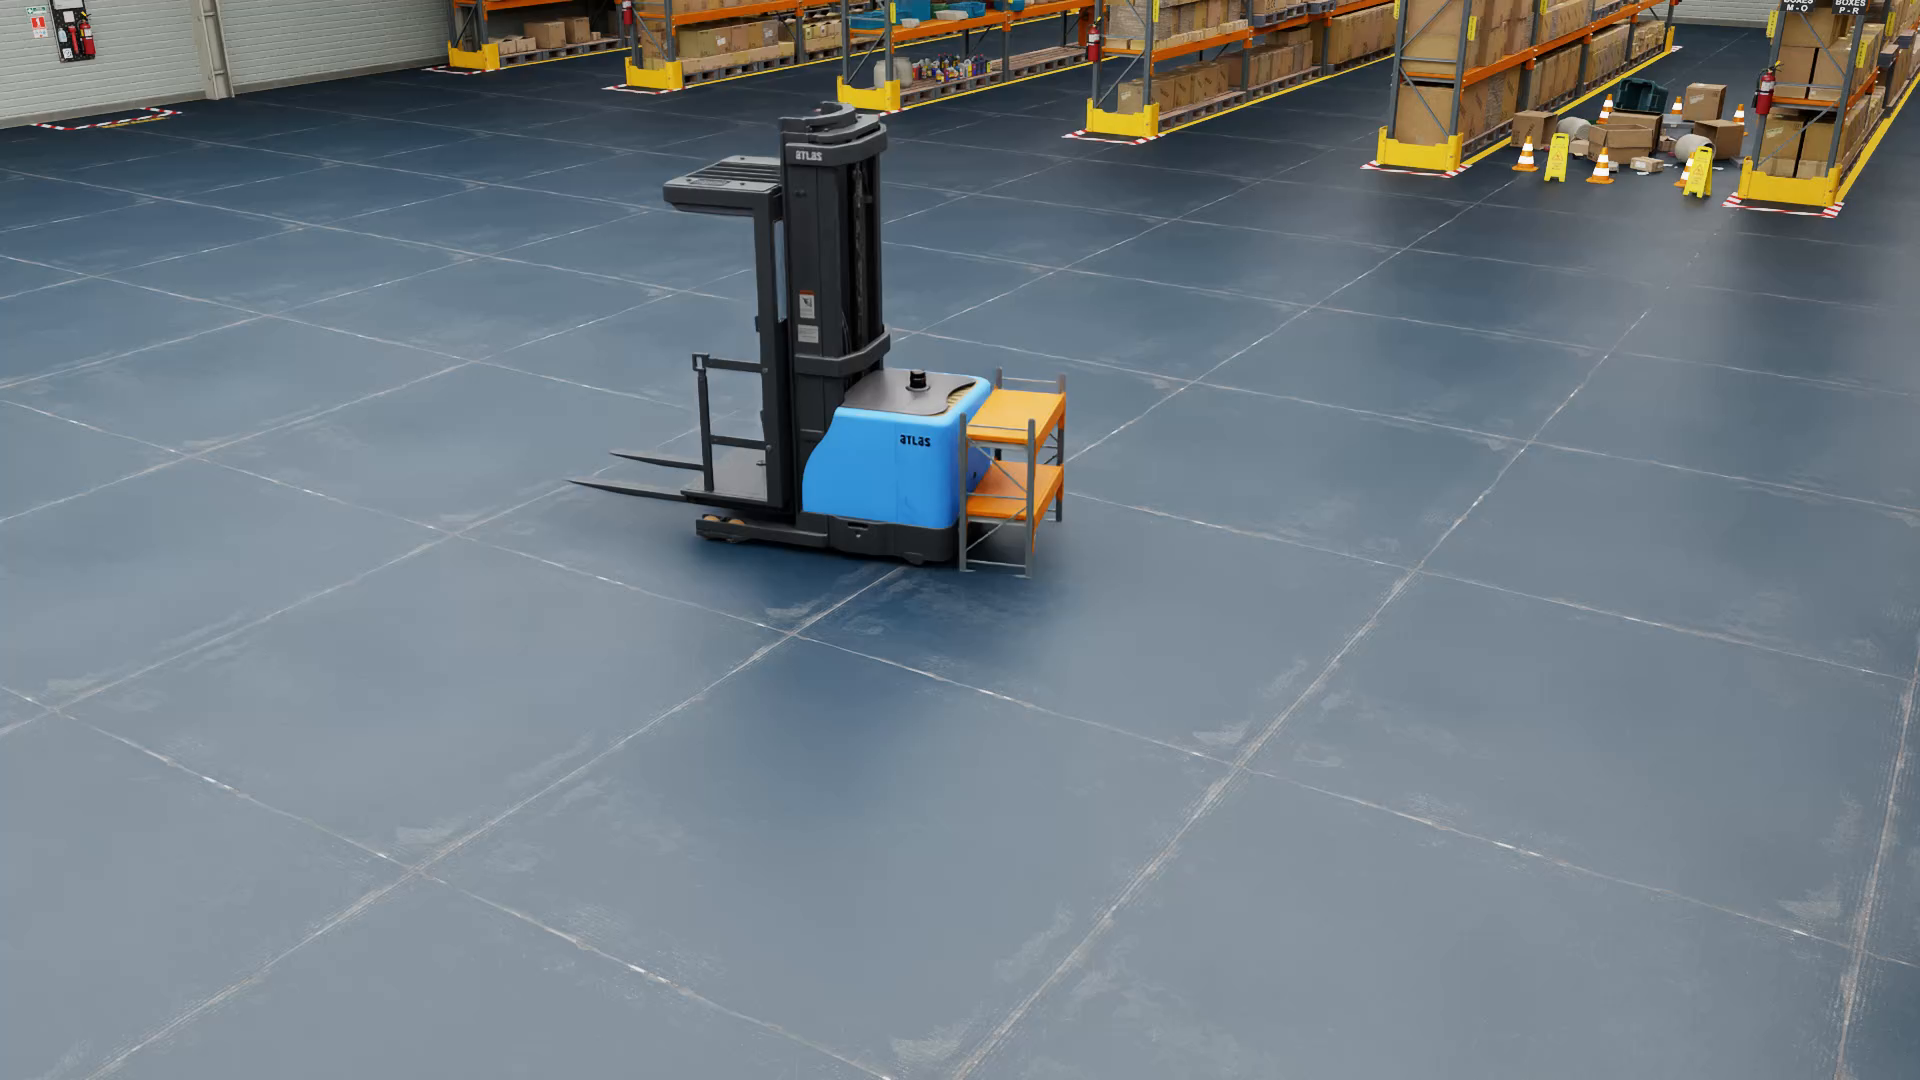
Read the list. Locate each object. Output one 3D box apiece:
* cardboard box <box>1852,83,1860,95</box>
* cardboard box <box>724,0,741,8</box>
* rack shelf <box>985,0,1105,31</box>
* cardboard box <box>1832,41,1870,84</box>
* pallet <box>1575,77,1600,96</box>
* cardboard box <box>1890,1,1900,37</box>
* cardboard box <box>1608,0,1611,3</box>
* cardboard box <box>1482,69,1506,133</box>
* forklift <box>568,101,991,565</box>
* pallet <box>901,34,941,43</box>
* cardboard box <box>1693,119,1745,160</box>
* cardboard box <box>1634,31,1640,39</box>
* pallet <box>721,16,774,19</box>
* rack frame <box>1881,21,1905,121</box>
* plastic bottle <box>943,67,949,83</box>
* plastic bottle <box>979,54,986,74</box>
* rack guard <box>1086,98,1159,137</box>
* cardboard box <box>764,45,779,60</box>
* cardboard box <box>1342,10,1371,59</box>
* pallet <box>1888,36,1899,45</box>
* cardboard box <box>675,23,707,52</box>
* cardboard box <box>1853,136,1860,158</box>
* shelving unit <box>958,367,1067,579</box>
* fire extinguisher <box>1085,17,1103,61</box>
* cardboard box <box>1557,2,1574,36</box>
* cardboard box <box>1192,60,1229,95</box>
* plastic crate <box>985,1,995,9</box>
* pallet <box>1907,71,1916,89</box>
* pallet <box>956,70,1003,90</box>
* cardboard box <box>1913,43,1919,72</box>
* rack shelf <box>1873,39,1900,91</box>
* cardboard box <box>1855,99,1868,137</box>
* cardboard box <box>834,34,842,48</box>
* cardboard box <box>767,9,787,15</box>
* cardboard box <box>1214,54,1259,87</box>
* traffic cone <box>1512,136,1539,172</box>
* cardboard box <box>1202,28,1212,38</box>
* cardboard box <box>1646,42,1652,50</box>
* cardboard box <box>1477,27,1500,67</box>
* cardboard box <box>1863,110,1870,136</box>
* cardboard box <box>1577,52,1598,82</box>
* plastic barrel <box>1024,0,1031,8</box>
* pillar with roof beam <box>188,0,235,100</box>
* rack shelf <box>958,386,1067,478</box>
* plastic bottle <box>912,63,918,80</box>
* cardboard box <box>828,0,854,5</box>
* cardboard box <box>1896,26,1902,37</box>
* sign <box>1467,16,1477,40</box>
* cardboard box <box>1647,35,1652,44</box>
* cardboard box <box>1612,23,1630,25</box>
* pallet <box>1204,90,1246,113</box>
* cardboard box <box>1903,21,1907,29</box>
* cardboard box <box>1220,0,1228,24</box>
[{"bbox_3d":[11.871,-6.095,22.371,0.380,0.149,0.250,14,27,30],"label":"cardboard box"},{"bbox_3d":[-4.749,-10.780,32.751,0.700,0.500,0.500,15,27,31],"label":"cardboard box"},{"bbox_3d":[1.551,-10.712,33.625,1.077,0.370,4.000,14,27,29],"label":"rack shelf"},{"bbox_3d":[11.769,-6.362,22.171,0.500,0.500,0.500,15,27,31],"label":"cardboard box"},{"bbox_3d":[11.387,-8.590,31.326,1.003,0.211,1.213,14,27,29],"label":"pallet"},{"bbox_3d":[13.877,-7.895,25.183,0.500,0.500,0.500,14,27,29],"label":"cardboard box"},{"bbox_3d":[12.079,-10.240,31.416,0.380,0.149,0.250,14,27,30],"label":"cardboard box"},{"bbox_3d":[8.001,-6.971,26.223,0.875,0.875,0.875,14,27,29],"label":"cardboard box"},{"bbox_3d":[-1.342,-1.511,11.550,3.031,2.935,1.130,8,25,17],"label":"forklift"},{"bbox_3d":[-1.175,-11.721,38.560,1.003,0.211,1.213,14,27,29],"label":"pallet"},{"bbox_3d":[11.402,-6.030,25.047,0.500,0.500,0.500,-7,24,-17],"label":"cardboard box"},{"bbox_3d":[13.847,-10.455,34.437,0.380,0.149,0.250,13,27,28],"label":"cardboard box"},{"bbox_3d":[-5.331,-12.764,40.969,1.003,0.211,1.213,14,27,29],"label":"pallet"},{"bbox_3d":[15.233,-8.603,27.846,1.000,3.000,0.127,14,27,29],"label":"rack frame"},{"bbox_3d":[-0.258,-8.592,30.687,0.061,0.283,0.133,14,27,30],"label":"plastic bottle"},{"bbox_3d":[0.401,-9.076,31.720,0.144,0.351,0.185,13,27,28],"label":"plastic bottle"},{"bbox_3d":[2.634,-6.858,26.962,1.175,0.500,0.348,14,27,29],"label":"rack guard"},{"bbox_3d":[-4.042,-9.969,33.934,0.500,0.250,0.500,14,27,29],"label":"cardboard box"},{"bbox_3d":[7.672,-10.425,34.201,1.225,0.875,0.875,14,27,29],"label":"cardboard box"},{"bbox_3d":[14.223,-7.838,26.321,1.003,0.211,1.213,14,27,29],"label":"pallet"},{"bbox_3d":[-5.275,-9.916,32.867,0.500,0.500,0.500,14,27,29],"label":"cardboard box"},{"bbox_3d":[12.767,-5.746,24.179,0.500,0.250,0.500,13,27,28],"label":"cardboard box"},{"bbox_3d":[0.369,-0.480,11.443,0.538,1.125,1.048,6,24,13],"label":"shelving unit"},{"bbox_3d":[2.142,-8.002,26.556,0.296,0.674,0.183,14,27,29],"label":"fire extinguisher"},{"bbox_3d":[10.170,-8.933,28.483,0.500,0.500,0.500,14,27,30],"label":"cardboard box"},{"bbox_3d":[4.459,-8.248,29.646,0.500,0.500,0.500,13,27,27],"label":"cardboard box"},{"bbox_3d":[0.491,-10.624,32.435,0.402,0.464,0.583,14,27,29],"label":"plastic crate"},{"bbox_3d":[17.810,-8.913,32.074,1.003,0.211,1.213,14,27,29],"label":"pallet"},{"bbox_3d":[0.106,-8.870,31.973,1.003,0.211,1.213,14,27,29],"label":"pallet"},{"bbox_3d":[18.237,-9.461,32.526,0.875,0.438,0.875,13,27,27],"label":"cardboard box"},{"bbox_3d":[14.178,-7.598,26.430,1.077,0.370,4.000,14,27,29],"label":"rack shelf"},{"bbox_3d":[12.772,-6.100,24.053,0.500,0.500,0.500,14,27,30],"label":"cardboard box"},{"bbox_3d":[-2.746,-10.769,35.784,0.500,0.250,0.500,13,27,27],"label":"cardboard box"},{"bbox_3d":[-4.844,-13.515,41.370,0.750,0.750,0.750,14,27,29],"label":"cardboard box"},{"bbox_3d":[5.046,-8.587,30.402,0.700,0.500,0.500,12,26,25],"label":"cardboard box"},{"bbox_3d":[8.241,-5.623,24.157,0.336,0.463,0.334,14,27,29],"label":"traffic cone"},{"bbox_3d":[4.036,-8.577,28.103,0.380,0.149,0.250,14,27,29],"label":"cardboard box"},{"bbox_3d":[14.470,-10.517,35.327,0.380,0.149,0.250,14,27,30],"label":"cardboard box"},{"bbox_3d":[7.585,-7.462,25.023,0.875,0.550,0.550,14,27,29],"label":"cardboard box"},{"bbox_3d":[13.397,-6.417,25.576,0.950,0.372,0.625,14,27,30],"label":"cardboard box"},{"bbox_3d":[11.564,-8.837,31.005,0.500,0.500,0.500,13,26,27],"label":"cardboard box"},{"bbox_3d":[1.187,-10.707,32.535,0.433,0.535,0.433,0,23,0],"label":"plastic barrel"},{"bbox_3d":[-9.904,-11.337,26.611,9.100,9.000,0.400,14,27,29],"label":"pillar with roof beam"},{"bbox_3d":[0.369,-0.749,11.327,0.538,0.278,1.000,6,24,13],"label":"rack shelf"},{"bbox_3d":[-0.862,-8.760,31.085,0.152,0.276,0.135,14,27,29],"label":"plastic bottle"},{"bbox_3d":[-3.219,-14.420,43.902,0.700,0.500,0.500,14,27,30],"label":"cardboard box"},{"bbox_3d":[14.812,-8.141,26.567,0.380,0.149,0.250,14,27,30],"label":"cardboard box"},{"bbox_3d":[7.222,-7.221,23.465,0.100,0.325,0.005,14,27,29],"label":"sign"},{"bbox_3d":[14.351,-10.554,35.040,0.380,0.149,0.250,14,27,29],"label":"cardboard box"},{"bbox_3d":[14.129,-10.989,35.669,0.380,0.149,0.250,15,28,31],"label":"cardboard box"},{"bbox_3d":[4.379,-7.816,29.538,1.003,0.211,1.213,14,27,29],"label":"pallet"},{"bbox_3d":[15.705,-8.646,28.136,0.500,0.250,0.500,13,27,28],"label":"cardboard box"},{"bbox_3d":[4.120,-9.211,28.752,0.875,0.500,0.500,14,27,29],"label":"cardboard box"}]
